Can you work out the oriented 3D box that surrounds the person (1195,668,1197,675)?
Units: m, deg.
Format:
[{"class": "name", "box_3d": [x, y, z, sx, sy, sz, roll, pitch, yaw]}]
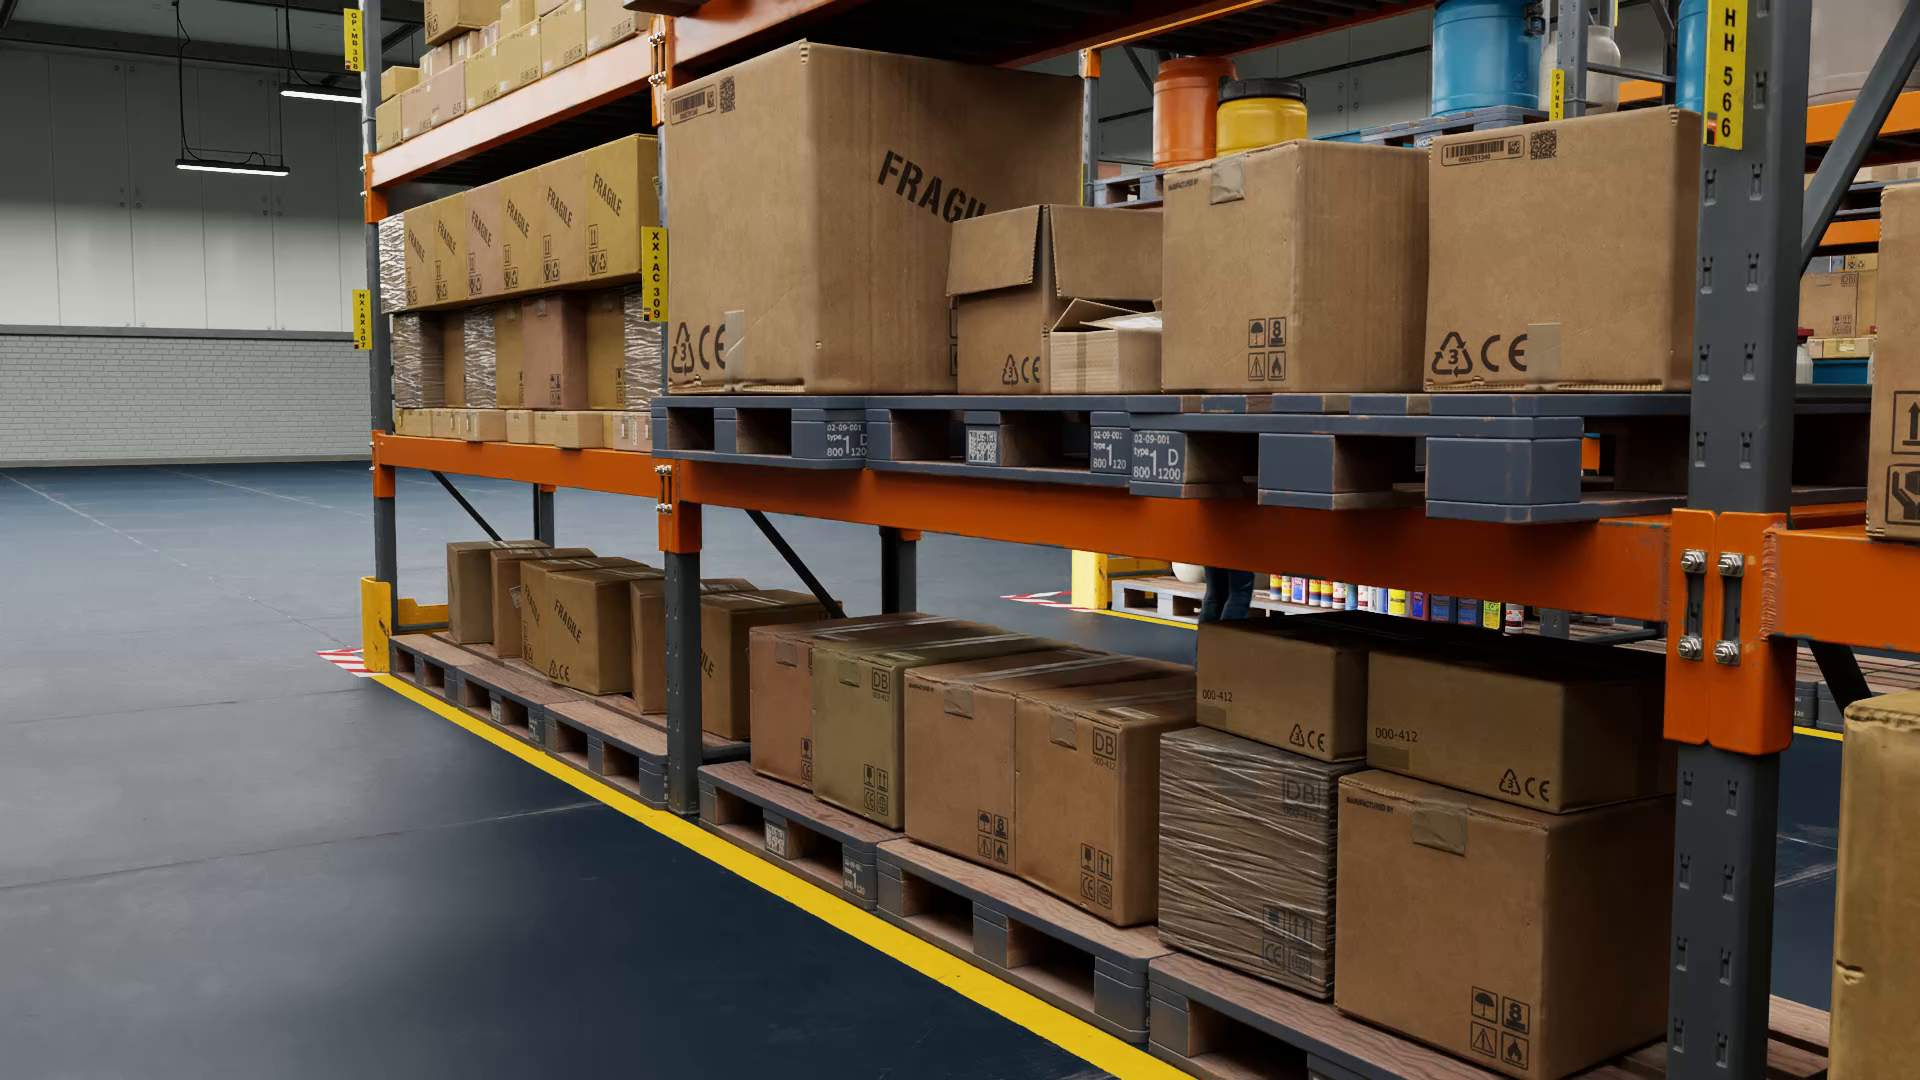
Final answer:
[{"class": "person", "box_3d": [1.413, -0.041, 8.805, 0.281, 1.598, 0.405, -3, 6, -32]}]
